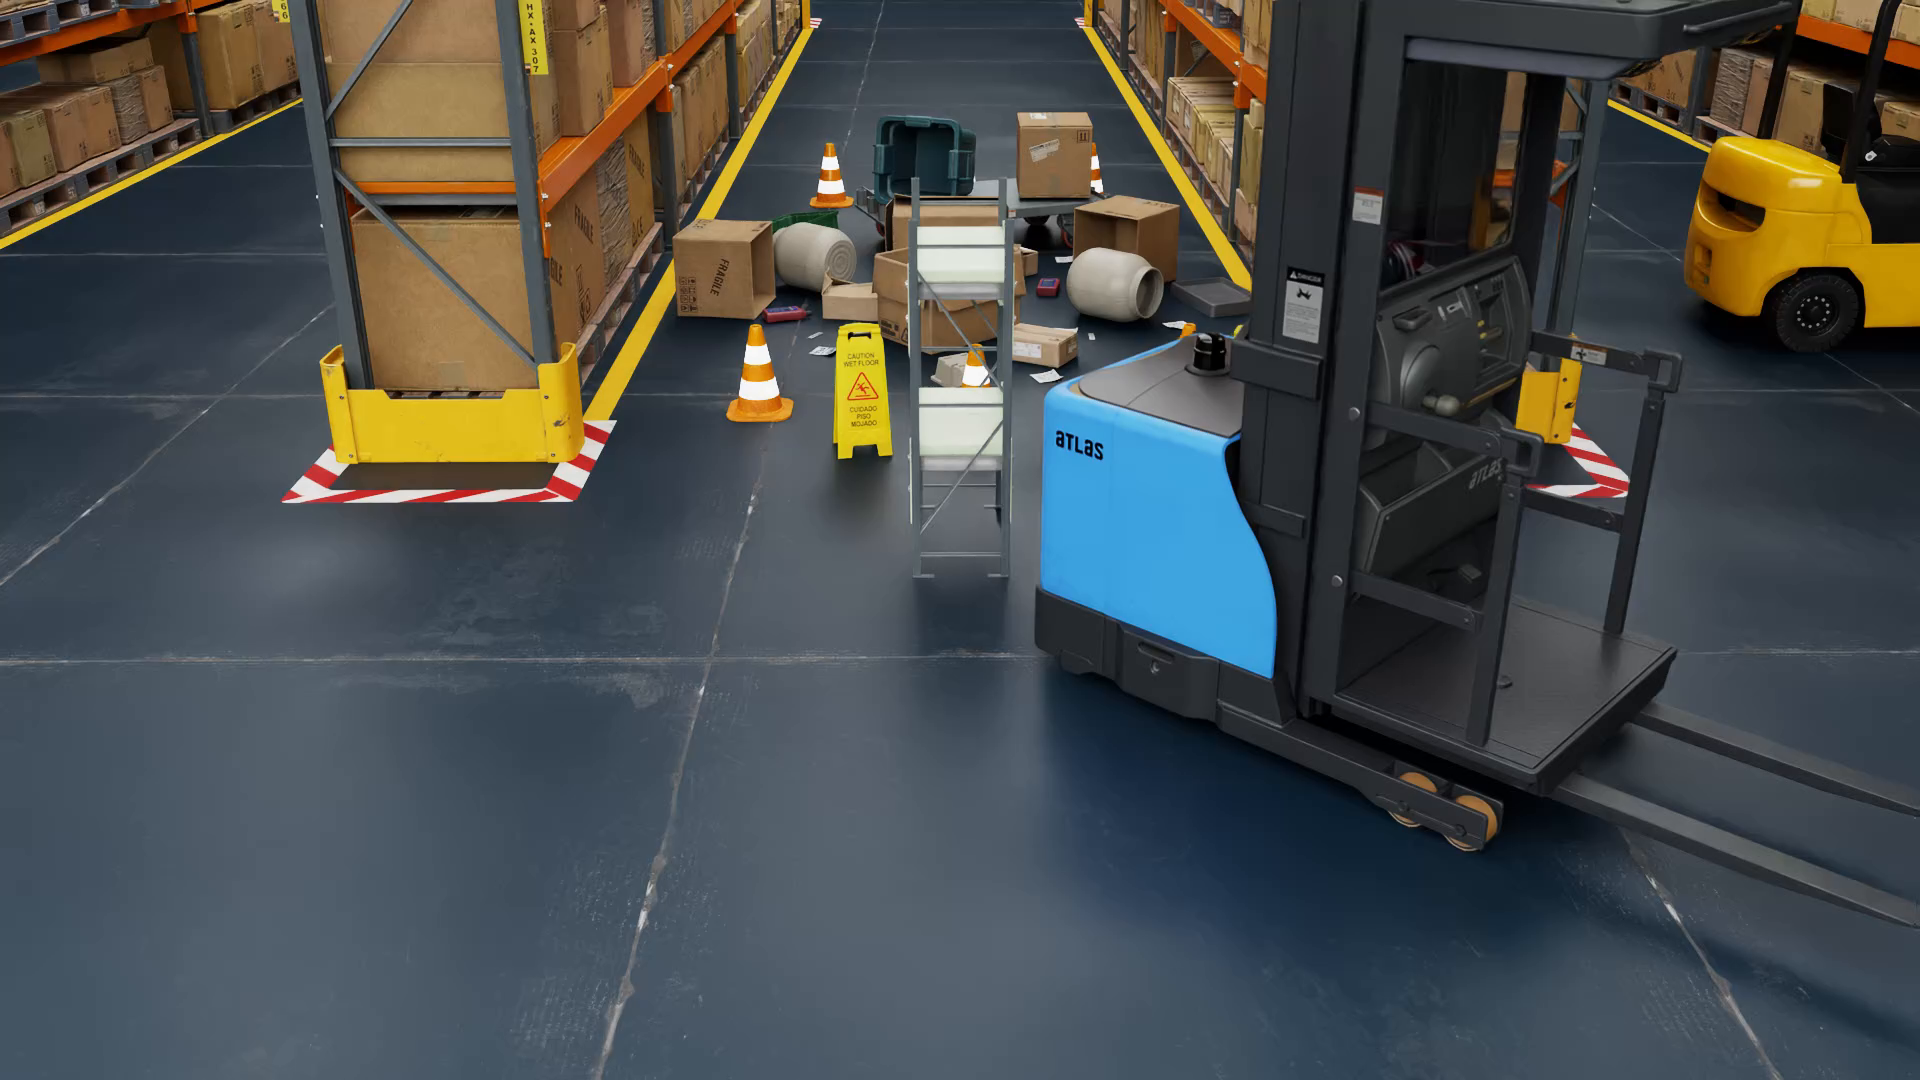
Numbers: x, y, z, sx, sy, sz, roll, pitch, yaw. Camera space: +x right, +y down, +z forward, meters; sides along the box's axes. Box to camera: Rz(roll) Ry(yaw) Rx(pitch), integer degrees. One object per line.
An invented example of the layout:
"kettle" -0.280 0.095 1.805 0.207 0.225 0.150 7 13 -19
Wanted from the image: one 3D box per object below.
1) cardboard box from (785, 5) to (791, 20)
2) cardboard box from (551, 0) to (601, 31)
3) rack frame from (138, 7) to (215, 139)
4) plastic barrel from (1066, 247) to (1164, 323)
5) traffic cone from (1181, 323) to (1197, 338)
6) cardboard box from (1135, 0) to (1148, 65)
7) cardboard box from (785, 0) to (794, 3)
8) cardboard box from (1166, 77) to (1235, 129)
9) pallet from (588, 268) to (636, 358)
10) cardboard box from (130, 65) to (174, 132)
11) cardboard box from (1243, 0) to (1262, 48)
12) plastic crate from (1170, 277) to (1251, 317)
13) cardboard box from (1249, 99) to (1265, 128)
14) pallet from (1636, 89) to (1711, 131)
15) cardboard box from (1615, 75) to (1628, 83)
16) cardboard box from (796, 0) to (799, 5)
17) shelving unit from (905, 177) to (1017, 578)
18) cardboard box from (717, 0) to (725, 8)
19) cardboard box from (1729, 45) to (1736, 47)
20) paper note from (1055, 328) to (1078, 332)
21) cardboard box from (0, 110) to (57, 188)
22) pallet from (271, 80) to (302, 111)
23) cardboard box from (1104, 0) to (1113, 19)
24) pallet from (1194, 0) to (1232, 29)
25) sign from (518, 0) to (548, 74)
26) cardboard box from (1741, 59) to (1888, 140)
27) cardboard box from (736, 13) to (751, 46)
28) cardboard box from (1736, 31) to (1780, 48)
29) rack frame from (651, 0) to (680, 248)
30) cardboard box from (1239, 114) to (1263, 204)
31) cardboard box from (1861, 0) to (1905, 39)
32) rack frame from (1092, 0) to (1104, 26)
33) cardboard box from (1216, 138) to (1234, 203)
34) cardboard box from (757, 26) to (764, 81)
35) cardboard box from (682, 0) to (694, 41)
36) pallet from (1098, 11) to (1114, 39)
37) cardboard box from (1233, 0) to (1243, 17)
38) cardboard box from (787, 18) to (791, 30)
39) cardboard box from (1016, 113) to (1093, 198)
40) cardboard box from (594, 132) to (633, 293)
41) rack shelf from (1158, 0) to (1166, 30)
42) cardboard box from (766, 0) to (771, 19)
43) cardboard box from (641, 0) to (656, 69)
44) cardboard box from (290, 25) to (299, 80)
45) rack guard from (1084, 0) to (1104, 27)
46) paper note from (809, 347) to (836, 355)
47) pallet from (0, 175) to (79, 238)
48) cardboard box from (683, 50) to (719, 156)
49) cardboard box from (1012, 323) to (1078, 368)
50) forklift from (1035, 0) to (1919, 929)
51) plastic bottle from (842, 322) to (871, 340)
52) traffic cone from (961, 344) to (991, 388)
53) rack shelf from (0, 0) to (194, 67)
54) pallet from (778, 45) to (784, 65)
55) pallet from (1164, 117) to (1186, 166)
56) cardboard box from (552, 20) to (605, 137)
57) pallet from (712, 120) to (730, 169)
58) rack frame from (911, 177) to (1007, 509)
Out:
"cardboard box" -2.307 -6.579 20.746 0.380 0.149 0.250 0 24 0
"cardboard box" -2.398 -2.992 8.733 0.875 0.550 0.550 0 24 -1
"rack frame" -7.512 -5.137 14.968 1.000 3.000 0.127 0 24 -1
"plastic barrel" 0.948 -1.556 10.176 0.512 0.421 0.421 19 30 35
"traffic cone" 1.190 -0.901 8.680 0.336 0.463 0.334 0 24 -1
"cardboard box" 2.440 -5.798 18.498 0.875 0.875 0.875 0 24 1
"cardboard box" -2.307 -6.933 21.168 0.380 0.149 0.250 1 24 1
"cardboard box" 2.393 -3.943 15.007 0.950 0.372 0.625 -2 24 -4
"pallet" -2.562 -1.381 10.048 1.003 0.211 1.213 0 24 -1
"cardboard box" -7.485 -3.923 14.782 0.700 0.500 0.500 -2 24 -3
"cardboard box" 2.167 -3.532 10.937 0.500 0.500 0.500 0 24 -1
"plastic crate" 1.638 -1.552 10.585 0.402 0.080 0.583 -9 26 -19
"cardboard box" 2.118 -2.813 10.960 0.380 0.149 0.250 0 24 0
"pallet" 7.390 -4.243 16.375 1.003 0.211 1.213 0 24 -1
"cardboard box" 7.113 -5.067 17.337 0.500 0.500 0.500 -1 24 -2
"cardboard box" -2.348 -7.226 22.176 0.380 0.149 0.250 -1 24 -2
"shelving unit" 0.000 -0.681 6.935 0.431 1.500 0.755 0 24 -1
"cardboard box" -2.274 -4.773 14.043 0.500 0.500 0.500 0 24 -1
"cardboard box" 7.650 -4.635 16.382 0.500 0.500 0.500 0 24 0
"paper note" 0.624 -1.258 10.009 0.148 0.019 0.142 8 26 18
"cardboard box" -7.440 -3.000 12.743 0.700 0.500 0.500 0 24 -1
"pallet" -7.456 -4.693 17.371 1.003 0.211 1.213 0 24 -1
"cardboard box" 2.417 -7.231 22.197 0.875 0.438 0.875 -1 24 -2
"pallet" 2.459 -4.279 13.303 1.003 0.211 1.213 0 24 -1
"sign" -1.909 -2.252 7.442 0.100 0.325 0.005 0 24 -1
"cardboard box" 7.368 -3.788 14.359 0.875 0.625 0.625 1 24 1
"cardboard box" -2.323 -5.006 16.292 0.500 0.250 0.500 -1 24 -1
"cardboard box" 7.666 -4.770 15.893 0.380 0.149 0.250 1 24 2
"rack frame" -2.508 -3.469 11.281 1.000 3.000 0.127 0 24 -1
"cardboard box" 2.177 -2.569 11.208 0.500 0.500 0.500 1 24 2
"cardboard box" 7.126 -3.902 12.421 0.500 0.250 0.500 0 24 -1
"rack frame" 2.310 -8.478 22.355 1.000 3.000 0.127 0 24 -1
"cardboard box" 2.432 -2.743 12.355 0.950 0.372 0.625 0 24 0
"cardboard box" -2.329 -5.092 17.392 0.500 0.500 0.500 -1 24 -2
"cardboard box" -2.251 -3.941 12.202 0.500 0.500 0.500 0 24 0
"pallet" 2.397 -6.878 22.202 1.003 0.211 1.213 0 24 -1
"cardboard box" 2.159 -3.821 11.854 0.380 0.149 0.250 0 24 0
"cardboard box" -2.340 -6.557 21.057 0.380 0.149 0.250 0 24 0
"cardboard box" 0.661 -2.719 11.736 0.500 0.500 0.500 0 24 -1
"cardboard box" -2.558 -2.062 10.237 0.875 0.875 0.875 0 24 0
"rack shelf" 2.375 -5.678 17.037 1.077 0.370 4.000 0 24 -1
"cardboard box" -2.334 -5.854 18.168 0.500 0.250 0.500 -1 24 -2
"cardboard box" -2.492 -3.386 10.914 0.875 0.550 0.550 0 24 -1
"cardboard box" -7.519 -5.377 17.567 1.225 0.875 0.875 -1 24 -2
"rack guard" 2.309 -7.349 22.892 1.175 0.500 0.348 0 24 -1
"paper note" -0.783 -1.104 9.656 0.144 0.017 0.142 8 26 18
"pallet" -7.479 -2.539 12.608 1.003 0.211 1.213 0 24 -1
"cardboard box" -2.622 -3.672 13.950 1.050 0.750 0.750 0 24 0
"cardboard box" 0.450 -1.117 9.539 0.380 0.149 0.250 13 27 27
"forklift" 1.703 -0.620 5.065 3.031 2.935 1.130 21 32 38
"plastic bottle" -0.623 -1.246 9.932 0.133 0.061 0.283 -9 26 -19
"traffic cone" 0.083 -0.756 8.359 0.336 0.463 0.334 0 24 -1
"rack shelf" -7.491 -3.985 13.294 1.077 0.370 4.000 0 24 -1
"pallet" -2.638 -5.772 19.756 1.003 0.211 1.213 0 24 -1
"pallet" 2.404 -3.589 14.929 1.003 0.211 1.213 0 24 -1
"cardboard box" -2.422 -2.500 8.956 0.875 0.550 0.550 0 24 -1
"pallet" -2.618 -3.522 14.781 1.003 0.211 1.213 0 24 -1
"rack frame" -0.004 -0.831 7.268 0.400 1.500 0.023 0 24 -1
